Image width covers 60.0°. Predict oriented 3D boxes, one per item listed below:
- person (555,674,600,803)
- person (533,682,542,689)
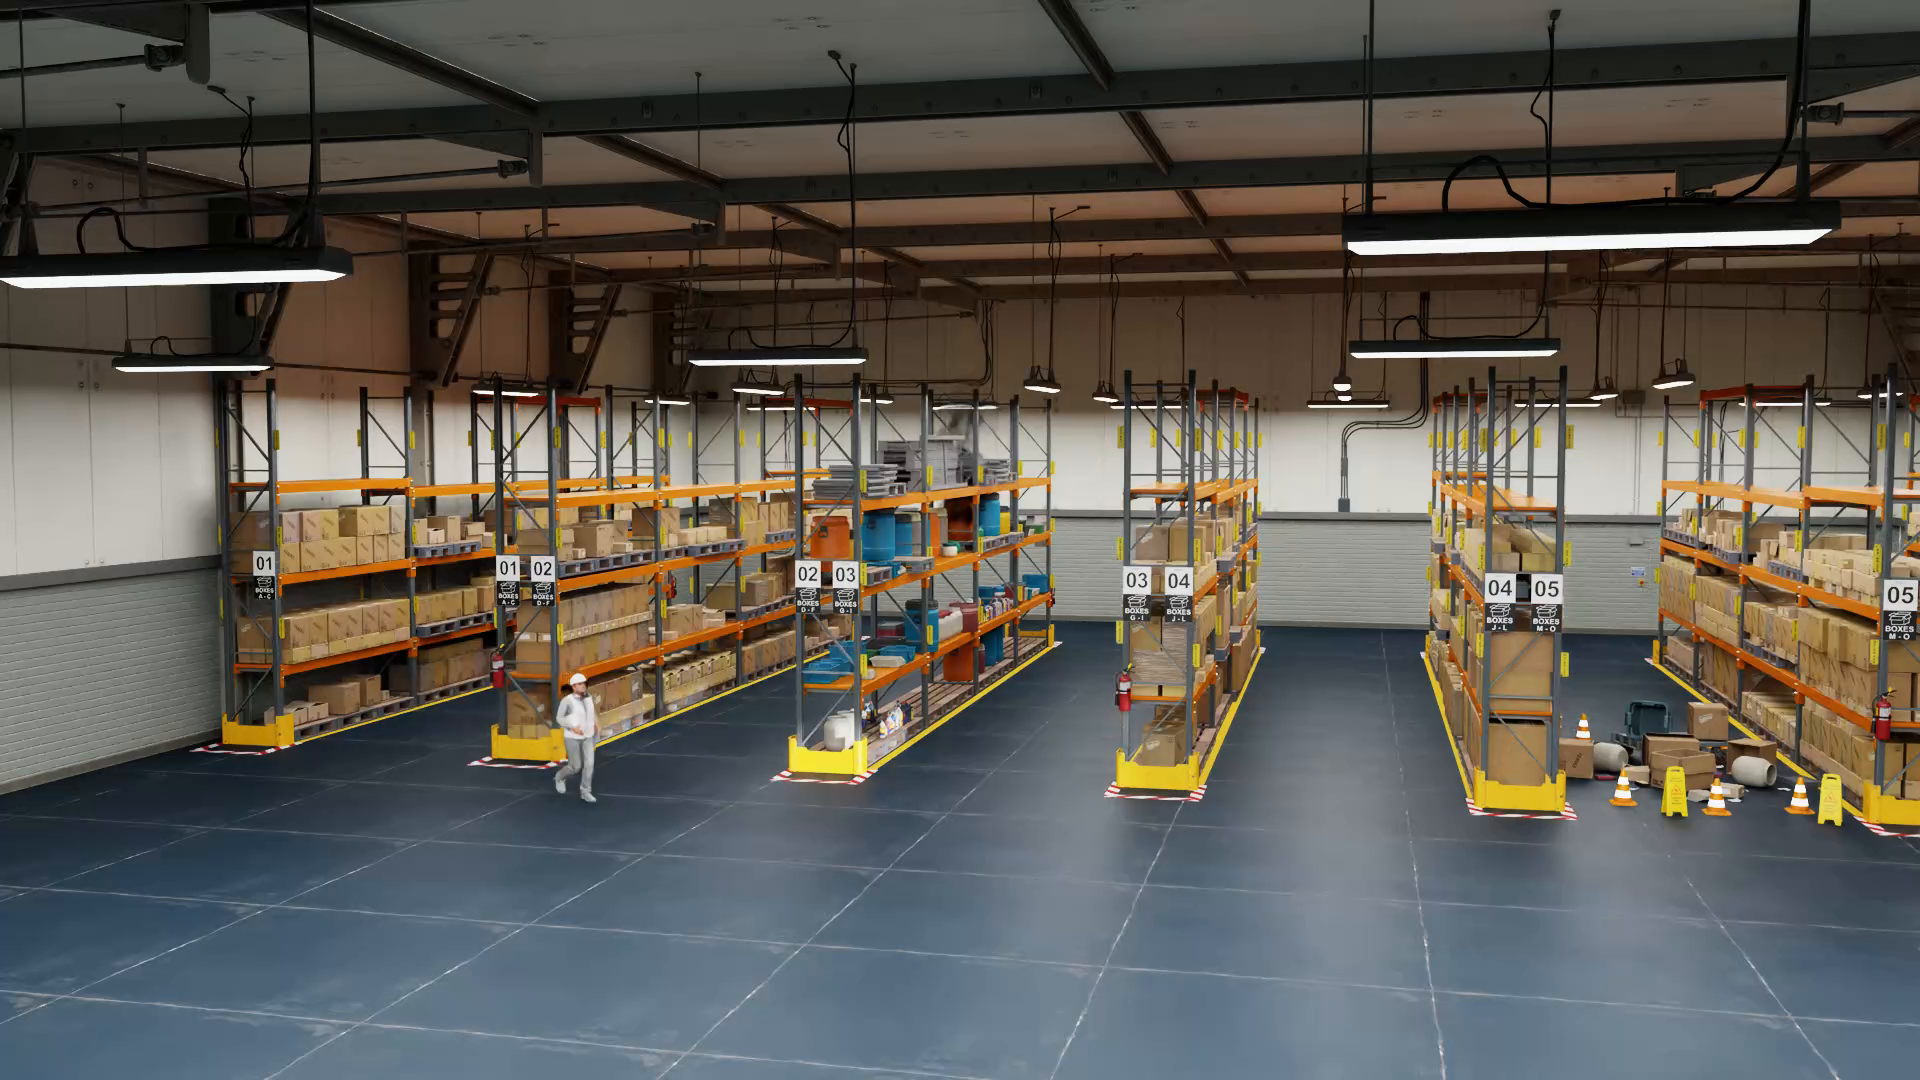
[{"bbox_3d":[-5.329,2.740,23.189,0.764,1.772,0.684,3,5,42],"label":"person"},{"bbox_3d":[-7.722,2.269,30.880,0.718,1.746,0.833,0,3,3],"label":"person"}]
